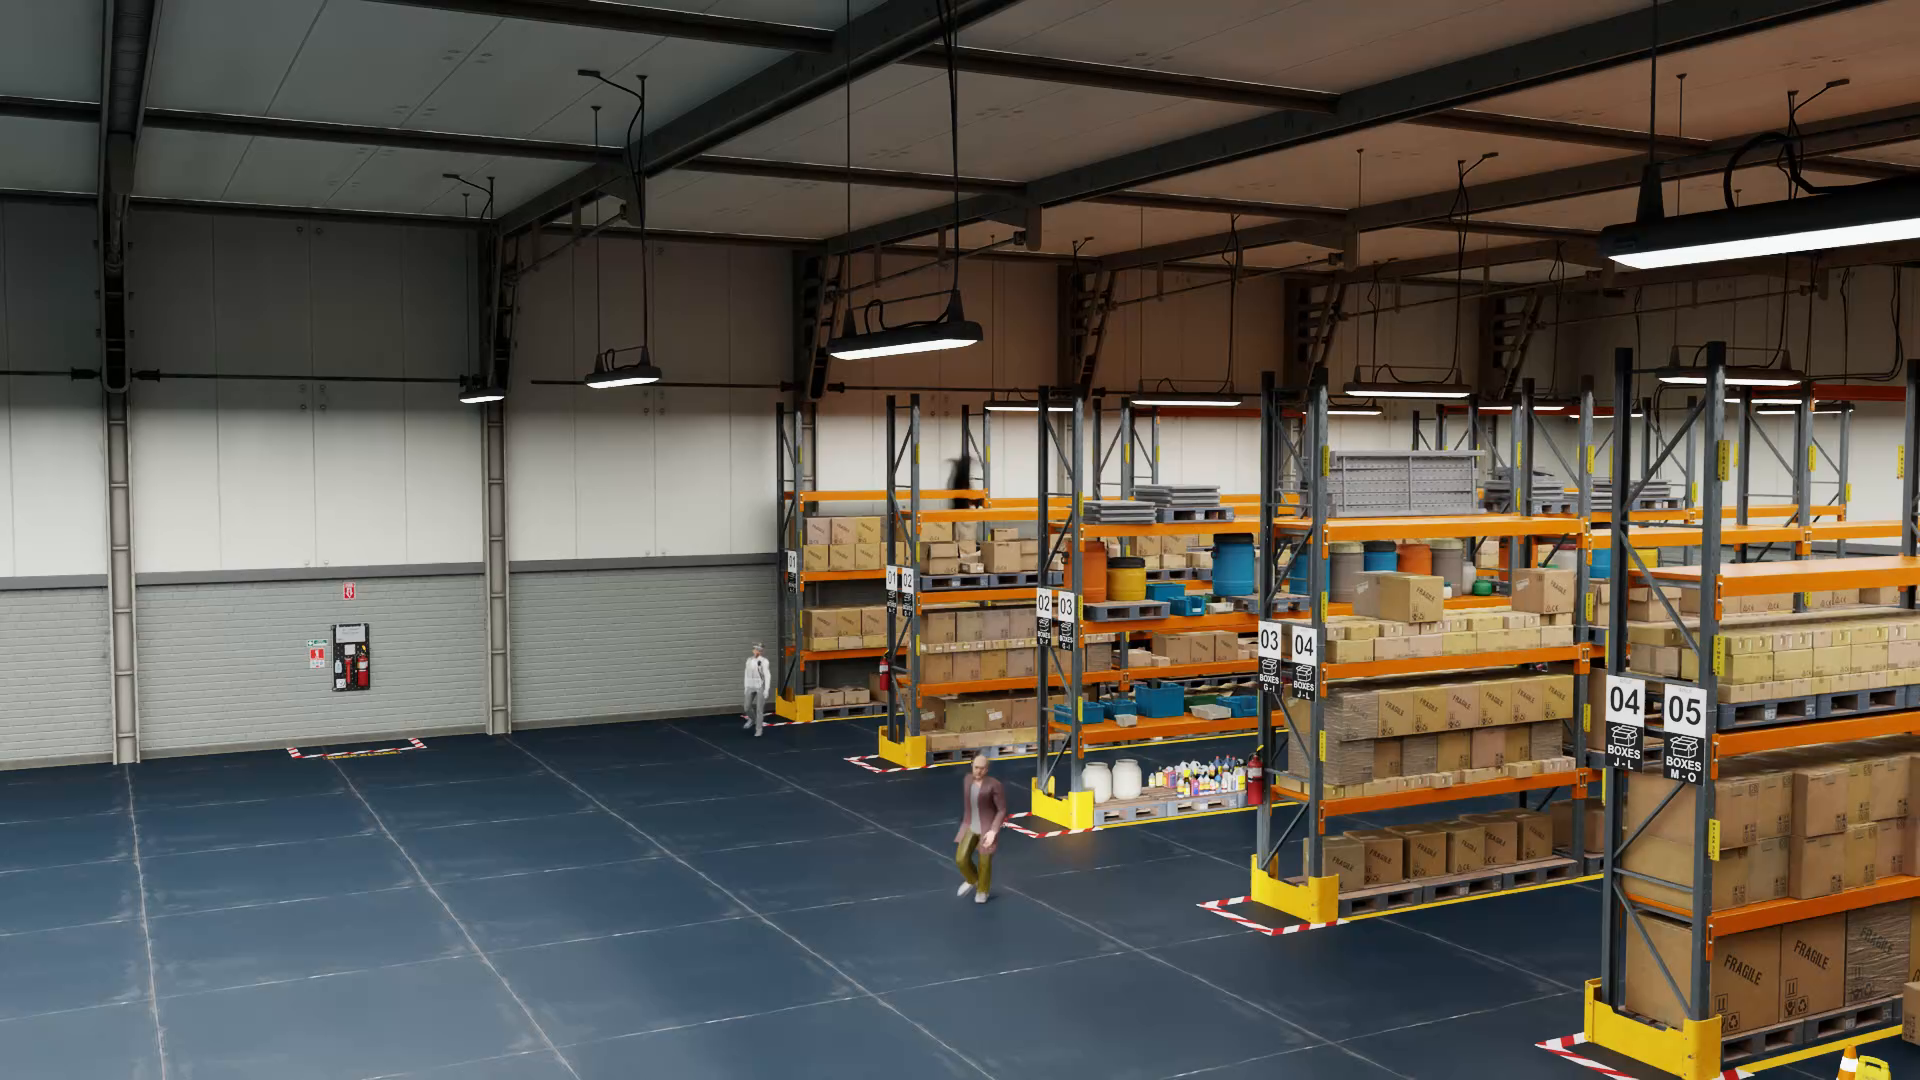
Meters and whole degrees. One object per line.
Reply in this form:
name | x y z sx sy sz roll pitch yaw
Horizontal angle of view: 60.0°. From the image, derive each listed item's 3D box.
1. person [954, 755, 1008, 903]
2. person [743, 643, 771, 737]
person | 0.249 3.252 18.627 0.684 1.688 0.731 1 4 24
person | -3.628 2.646 29.678 0.616 1.679 0.536 1 3 15
